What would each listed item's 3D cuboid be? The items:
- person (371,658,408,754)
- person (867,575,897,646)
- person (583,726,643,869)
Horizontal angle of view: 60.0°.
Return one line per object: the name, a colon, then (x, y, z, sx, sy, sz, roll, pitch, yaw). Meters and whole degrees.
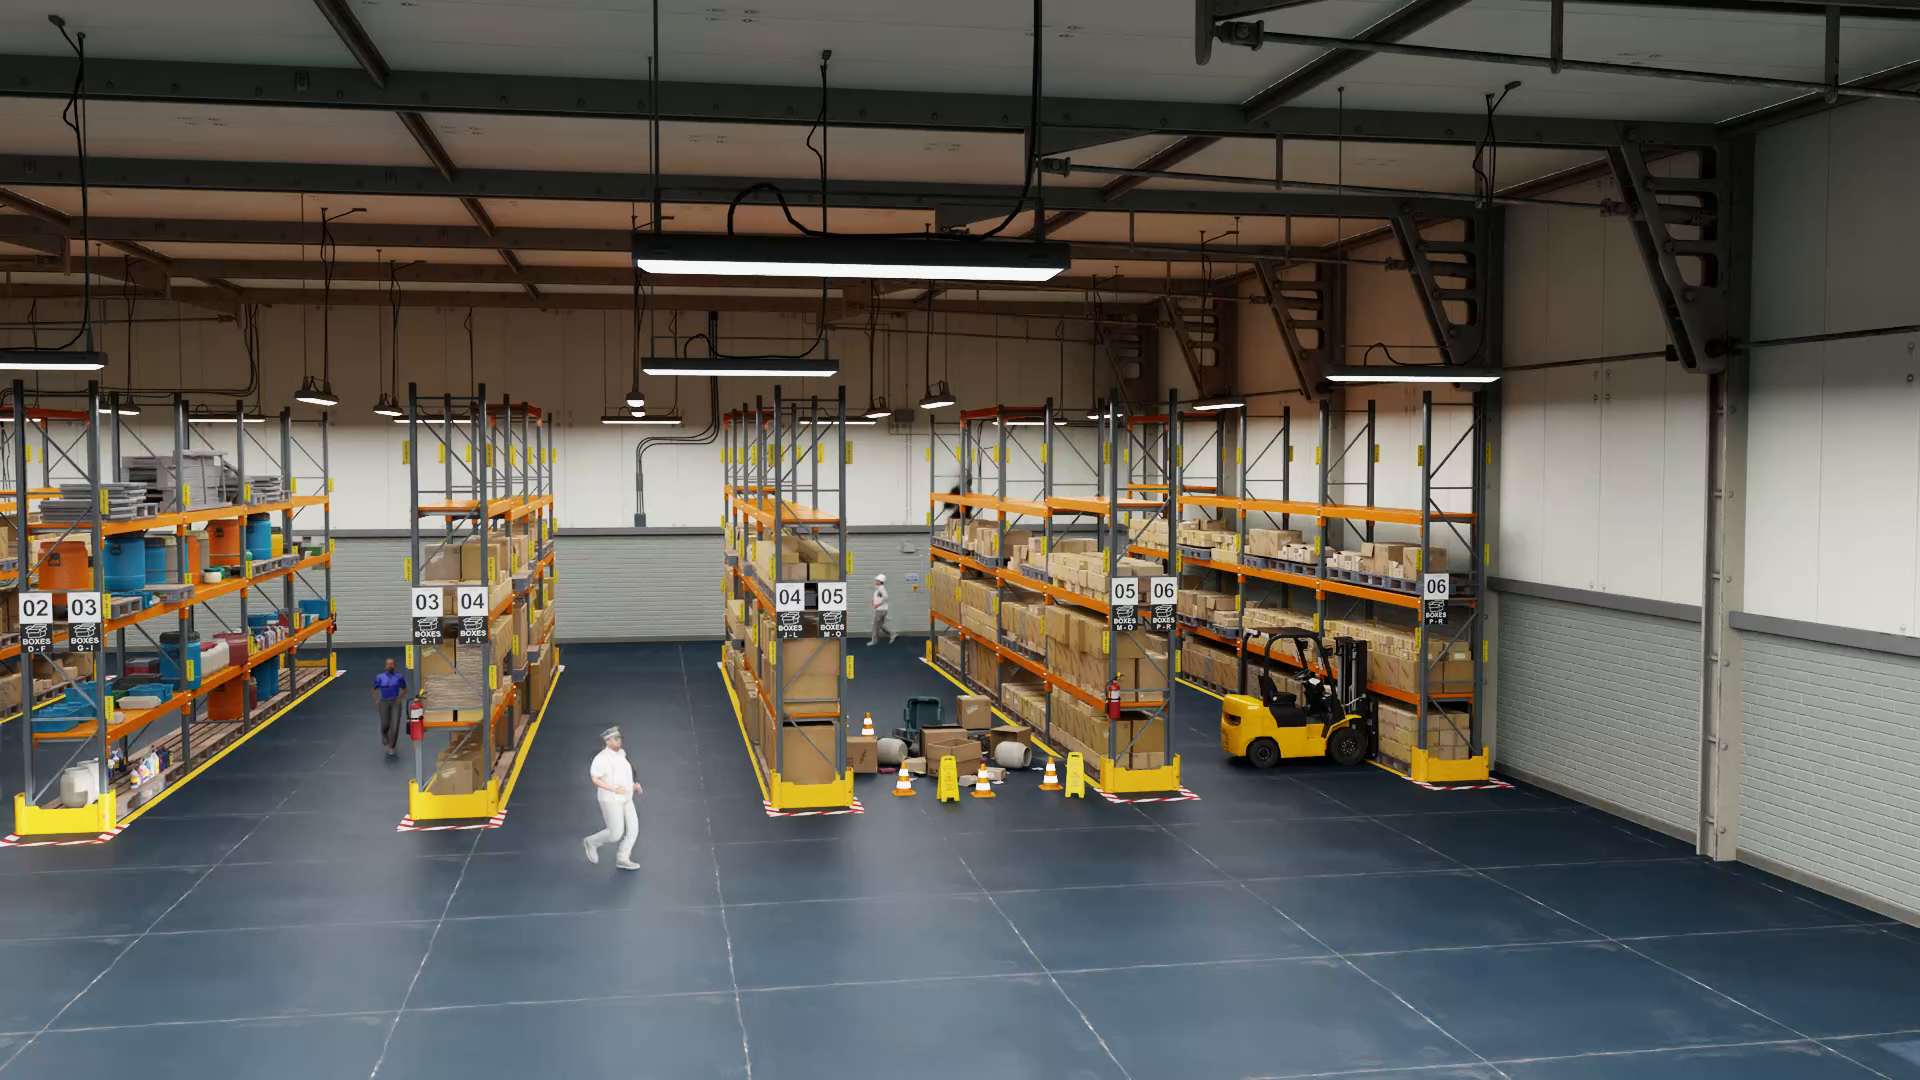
person: (-9.572, 2.832, 27.939, 0.575, 1.523, 0.559, -1, 3, -22)
person: (-1.950, 1.749, 41.528, 0.769, 1.770, 0.670, 0, 3, -4)
person: (-4.199, 3.108, 20.142, 0.697, 1.734, 0.668, 1, 3, 24)
